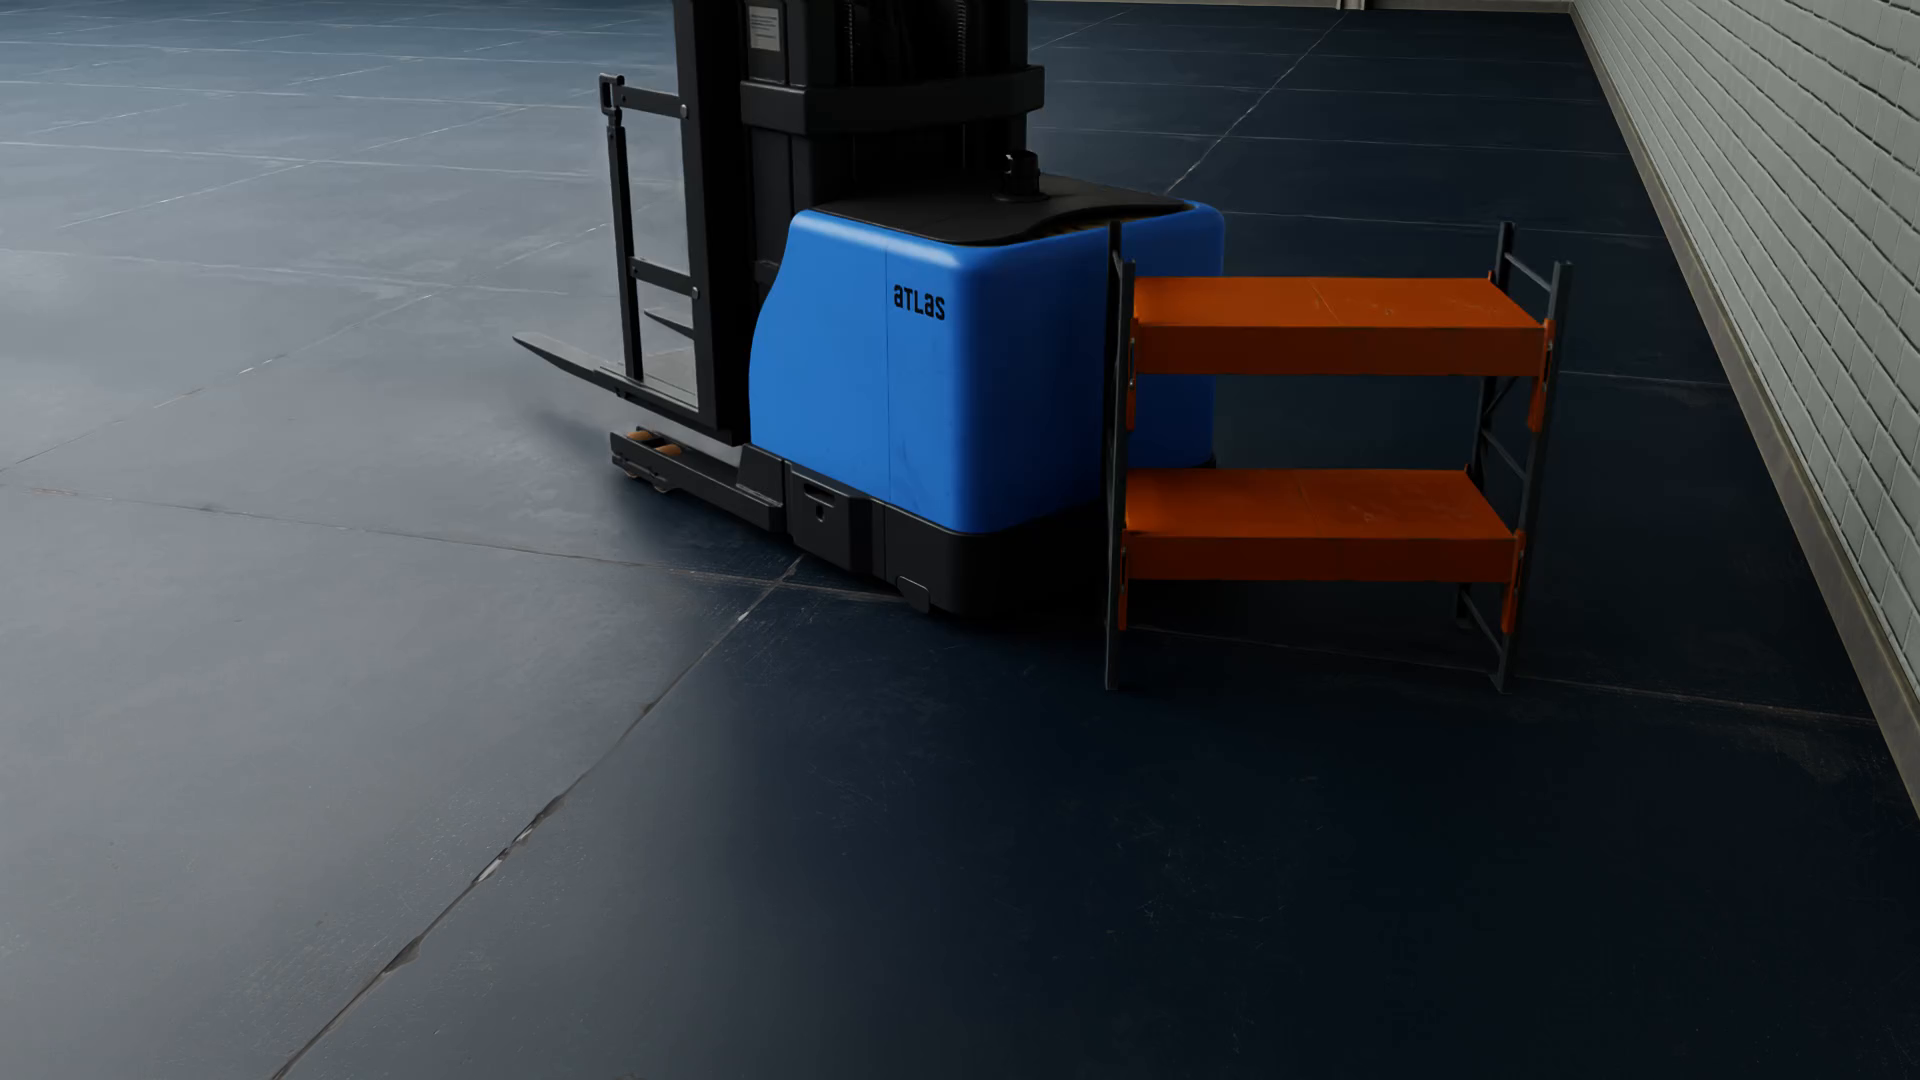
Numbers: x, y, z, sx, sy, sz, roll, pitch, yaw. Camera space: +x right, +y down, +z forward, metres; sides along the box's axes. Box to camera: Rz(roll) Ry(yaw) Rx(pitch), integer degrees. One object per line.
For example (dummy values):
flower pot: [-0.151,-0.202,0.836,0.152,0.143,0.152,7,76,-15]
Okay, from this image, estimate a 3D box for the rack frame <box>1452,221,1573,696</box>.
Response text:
rack frame: [1.416,-0.214,4.309,0.032,1.125,0.500,0,22,1]

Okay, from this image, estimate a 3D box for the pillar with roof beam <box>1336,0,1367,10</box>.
pillar with roof beam: [4.365,-10.217,18.321,0.400,9.000,9.100,7,23,16]

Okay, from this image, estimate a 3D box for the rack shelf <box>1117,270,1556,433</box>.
rack shelf: [0.908,-0.488,4.207,1.000,0.278,0.538,0,22,1]

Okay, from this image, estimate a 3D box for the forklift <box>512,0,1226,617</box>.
forklift: [-0.562,-1.626,5.371,1.130,2.935,3.031,-18,29,-37]

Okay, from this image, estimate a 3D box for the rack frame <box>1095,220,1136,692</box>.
rack frame: [0.399,-0.221,4.327,0.032,1.125,0.500,0,22,1]

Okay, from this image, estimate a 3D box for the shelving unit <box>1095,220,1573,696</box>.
shelving unit: [0.908,-0.217,4.318,1.048,1.125,0.538,0,22,1]

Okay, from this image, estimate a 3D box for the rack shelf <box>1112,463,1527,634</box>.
rack shelf: [0.908,0.009,4.411,1.000,0.278,0.538,0,22,1]
